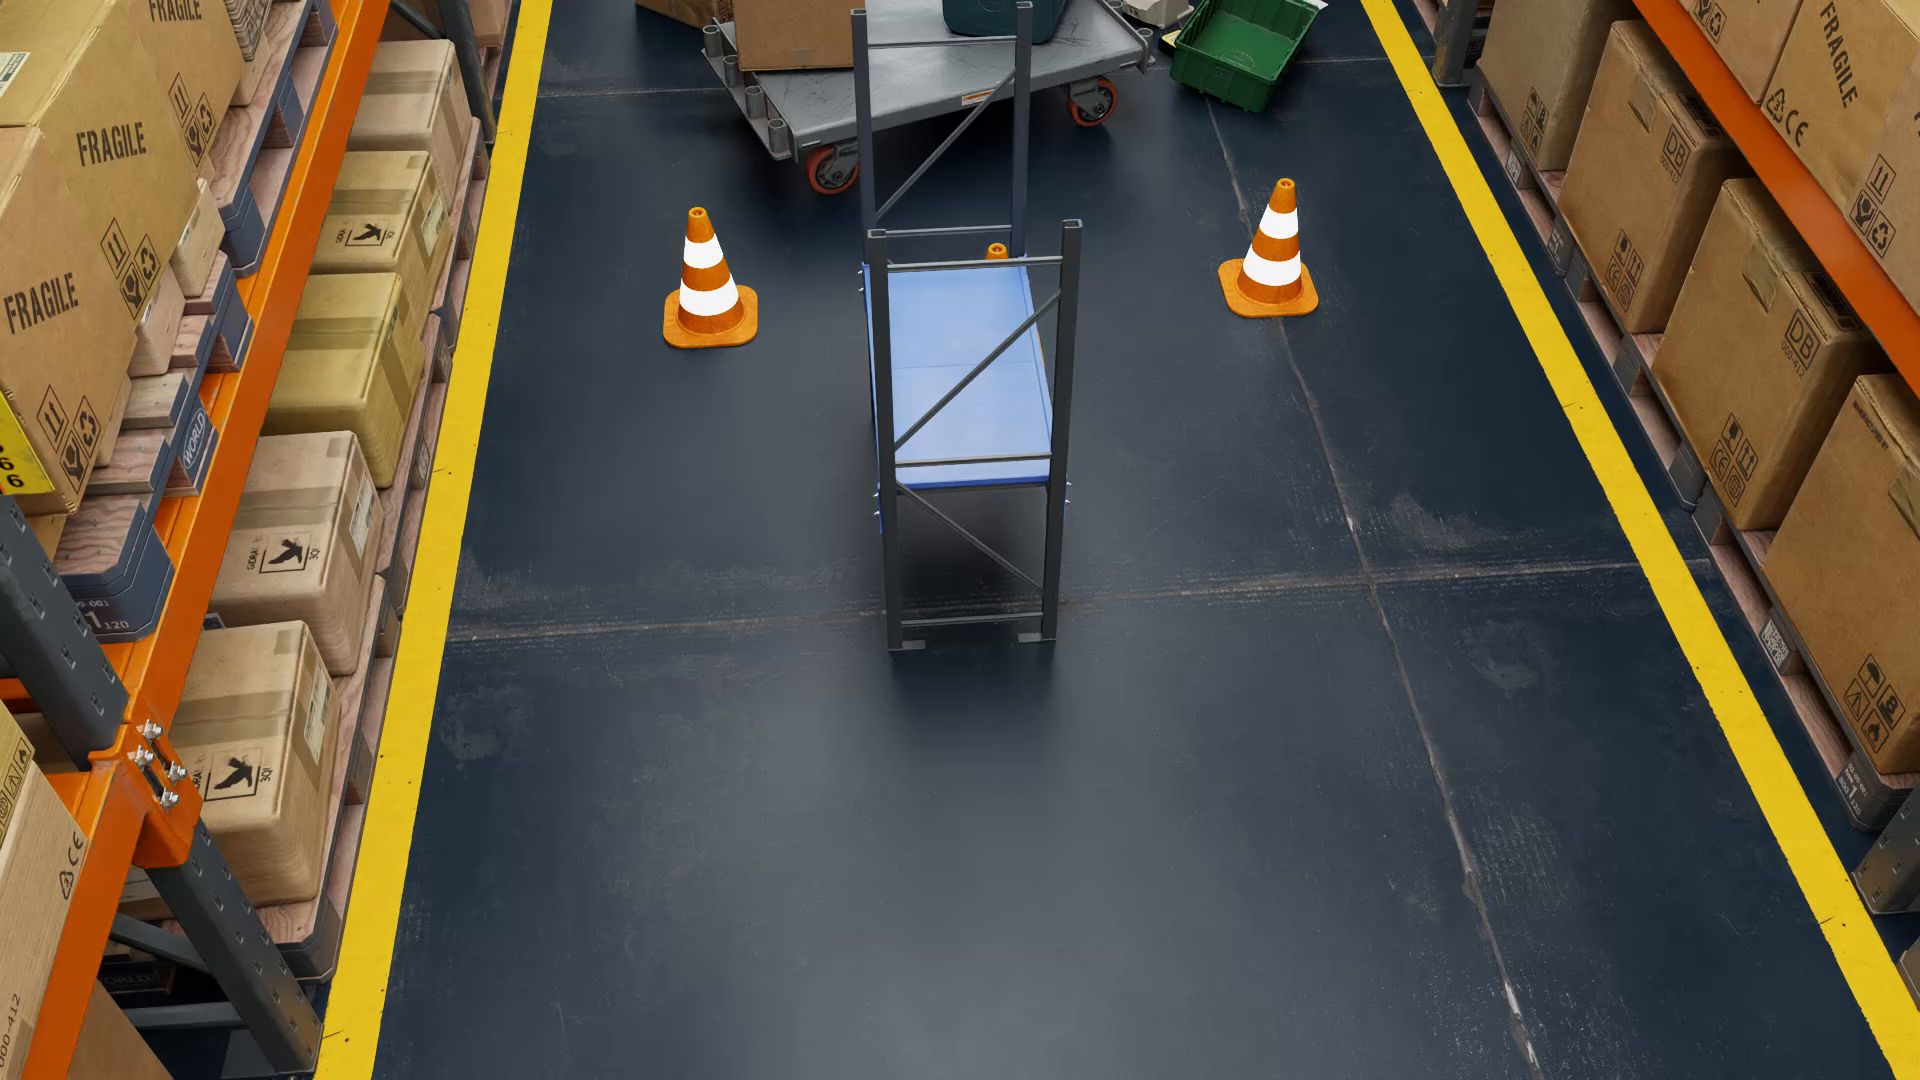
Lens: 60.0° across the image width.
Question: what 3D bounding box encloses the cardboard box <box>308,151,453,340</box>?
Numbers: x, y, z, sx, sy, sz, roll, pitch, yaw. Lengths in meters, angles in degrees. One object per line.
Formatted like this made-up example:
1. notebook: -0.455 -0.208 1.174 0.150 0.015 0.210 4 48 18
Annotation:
1. cardboard box: -2.289 -0.989 5.641 0.950 0.372 0.625 -1 47 -1

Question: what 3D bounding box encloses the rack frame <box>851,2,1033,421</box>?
1. rack frame: -0.050 -0.945 5.112 0.500 1.500 0.032 -3 47 -3

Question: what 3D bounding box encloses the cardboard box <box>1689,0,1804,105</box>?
1. cardboard box: 2.426 -1.564 4.597 0.500 0.500 0.500 -3 47 -3

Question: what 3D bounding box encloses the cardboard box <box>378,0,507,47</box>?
1. cardboard box: -2.179 -2.290 6.957 0.500 0.250 0.500 -5 47 -5

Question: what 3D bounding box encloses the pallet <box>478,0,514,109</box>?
1. pallet: -2.490 -2.172 7.162 1.003 0.211 1.213 -3 47 -3

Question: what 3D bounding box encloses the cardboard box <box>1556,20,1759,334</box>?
1. cardboard box: 2.744 -1.250 5.628 1.050 0.750 0.750 -3 47 -3

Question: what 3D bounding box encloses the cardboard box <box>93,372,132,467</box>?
1. cardboard box: -1.896 -0.264 3.318 0.380 0.149 0.250 -6 47 -6

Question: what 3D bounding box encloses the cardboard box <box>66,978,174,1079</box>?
1. cardboard box: -2.089 1.338 3.091 0.875 0.875 0.875 -4 47 -4

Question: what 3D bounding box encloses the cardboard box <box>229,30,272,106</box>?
1. cardboard box: -1.993 -1.230 4.233 0.380 0.149 0.250 -2 47 -2

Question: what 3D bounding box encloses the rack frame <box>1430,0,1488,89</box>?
1. rack frame: 2.526 -3.021 6.046 1.000 3.000 0.127 -3 47 -3

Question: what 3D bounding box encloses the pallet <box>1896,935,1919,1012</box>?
1. pallet: 2.925 1.397 3.782 1.003 0.211 1.213 -3 47 -3

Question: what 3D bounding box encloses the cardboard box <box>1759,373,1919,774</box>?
1. cardboard box: 2.899 0.056 4.391 1.050 0.750 0.750 -4 47 -4

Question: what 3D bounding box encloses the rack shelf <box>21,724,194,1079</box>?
1. rack shelf: -1.896 1.941 1.841 1.077 0.370 4.000 -3 47 -3

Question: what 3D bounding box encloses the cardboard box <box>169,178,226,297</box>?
1. cardboard box: -1.875 -0.665 3.698 0.380 0.149 0.250 -3 47 -3

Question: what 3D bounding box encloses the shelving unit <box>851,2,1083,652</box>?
1. shelving unit: -0.007 -0.577 4.764 0.538 1.500 1.048 -3 47 -3

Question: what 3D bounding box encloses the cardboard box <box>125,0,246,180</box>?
1. cardboard box: -1.972 -1.134 3.696 0.500 0.500 0.500 -3 47 -3

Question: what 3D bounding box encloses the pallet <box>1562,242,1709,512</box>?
1. pallet: 2.771 -0.624 5.696 1.003 0.211 1.213 -3 47 -3

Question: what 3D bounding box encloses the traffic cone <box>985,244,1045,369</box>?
1. traffic cone: 0.121 -0.814 5.702 0.336 0.463 0.334 -3 47 -3

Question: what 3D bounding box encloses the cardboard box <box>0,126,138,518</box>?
1. cardboard box: -1.871 -0.374 2.975 0.500 0.500 0.500 -5 47 -4

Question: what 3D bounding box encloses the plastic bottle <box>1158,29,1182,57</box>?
1. plastic bottle: 0.999 -2.119 7.215 0.133 0.061 0.283 -27 52 -23

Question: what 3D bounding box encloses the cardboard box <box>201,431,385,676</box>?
1. cardboard box: -2.171 0.063 4.645 0.950 0.372 0.625 -4 47 -4

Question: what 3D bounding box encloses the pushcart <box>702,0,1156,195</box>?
1. pushcart: -0.131 -1.920 6.809 1.648 0.377 0.936 -19 49 -17

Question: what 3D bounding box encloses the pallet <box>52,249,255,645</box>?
1. pallet: -2.229 -0.197 3.502 1.213 0.211 1.003 -3 47 -3

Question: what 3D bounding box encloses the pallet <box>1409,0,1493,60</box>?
1. pallet: 2.540 -2.617 7.584 1.003 0.211 1.213 -3 47 -3

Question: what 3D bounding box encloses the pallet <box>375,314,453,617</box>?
1. pallet: -2.227 -0.241 5.332 1.003 0.211 1.213 -3 47 -3

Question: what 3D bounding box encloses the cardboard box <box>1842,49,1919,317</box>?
1. cardboard box: 2.515 -0.832 3.903 0.500 0.500 0.500 -3 47 -3

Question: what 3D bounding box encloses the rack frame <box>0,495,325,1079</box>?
1. rack frame: -2.064 0.247 2.950 1.000 3.000 0.127 -3 47 -3

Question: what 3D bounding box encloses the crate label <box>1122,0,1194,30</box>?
1. crate label: 0.873 -2.423 7.451 0.298 0.136 0.250 -36 56 -29

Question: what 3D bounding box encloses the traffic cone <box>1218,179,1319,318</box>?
1. traffic cone: 1.133 -1.087 5.961 0.336 0.463 0.334 -3 47 -3

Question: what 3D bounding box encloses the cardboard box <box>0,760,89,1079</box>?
1. cardboard box: -1.763 0.648 2.673 0.500 0.250 0.500 -5 47 -5

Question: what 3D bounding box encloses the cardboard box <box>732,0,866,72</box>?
1. cardboard box: -0.627 -2.178 6.447 0.500 0.500 0.500 -3 47 -3
